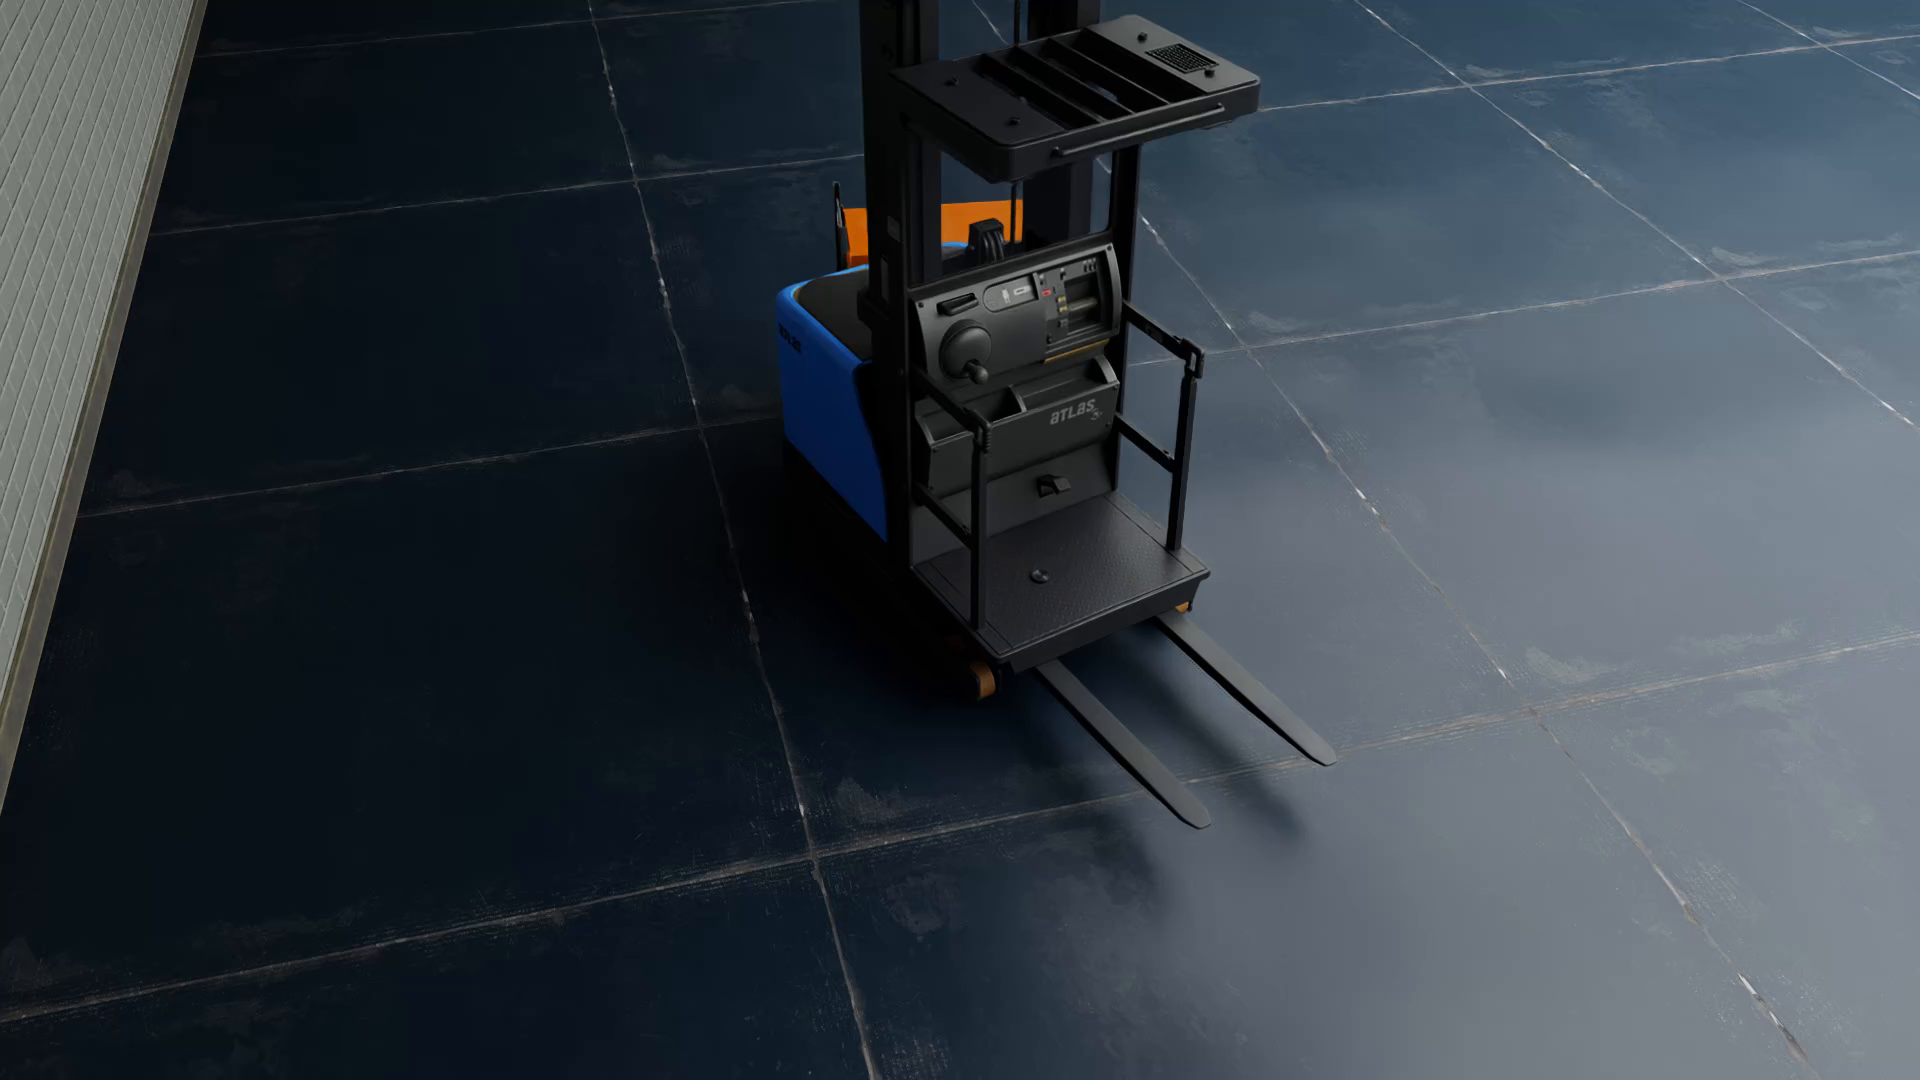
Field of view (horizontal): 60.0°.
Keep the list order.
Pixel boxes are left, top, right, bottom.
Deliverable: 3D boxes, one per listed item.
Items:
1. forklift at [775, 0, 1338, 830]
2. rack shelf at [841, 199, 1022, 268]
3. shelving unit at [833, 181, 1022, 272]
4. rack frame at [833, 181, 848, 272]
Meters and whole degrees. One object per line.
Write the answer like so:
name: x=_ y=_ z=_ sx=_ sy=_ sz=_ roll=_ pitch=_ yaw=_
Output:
forklift: x=0.353 y=-0.829 z=6.422 sx=1.130 sy=2.935 sz=3.031 roll=-21 pitch=42 yaw=-25
rack shelf: x=-0.078 y=-1.444 z=8.230 sx=1.000 sy=0.278 sz=0.538 roll=-4 pitch=38 yaw=-6
shelving unit: x=-0.078 y=-1.212 z=8.408 sx=1.048 sy=1.125 sz=0.538 roll=-4 pitch=38 yaw=-6
rack frame: x=-0.582 y=-1.173 z=8.357 sx=0.032 sy=1.125 sz=0.500 roll=-4 pitch=38 yaw=-6
